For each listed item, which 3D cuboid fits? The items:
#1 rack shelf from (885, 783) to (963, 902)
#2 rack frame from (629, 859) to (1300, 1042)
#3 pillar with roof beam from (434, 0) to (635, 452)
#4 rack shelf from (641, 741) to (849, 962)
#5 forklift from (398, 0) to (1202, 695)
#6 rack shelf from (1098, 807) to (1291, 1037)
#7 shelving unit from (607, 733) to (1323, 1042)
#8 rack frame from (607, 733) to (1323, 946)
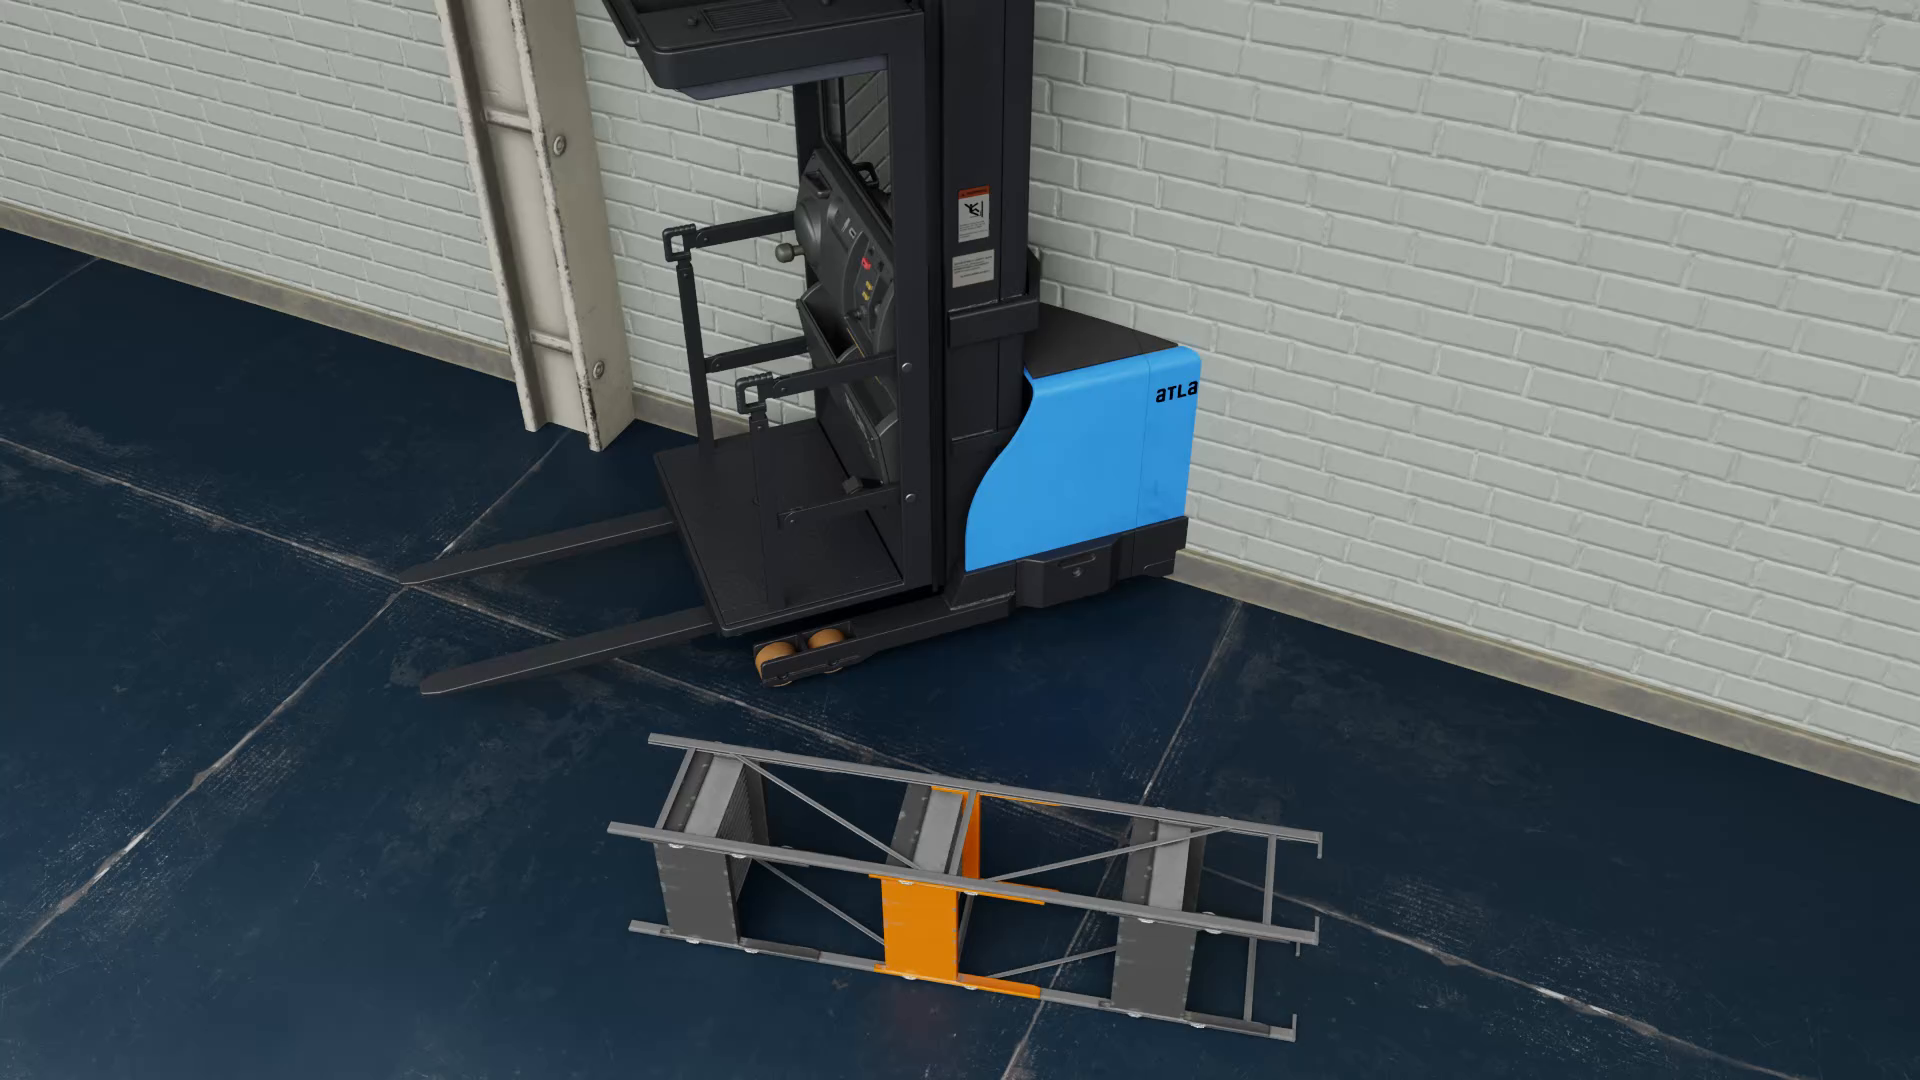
[{"bbox_3d":[-0.107,1.044,5.151,0.174,0.457,0.368,7,41,8],"label":"rack shelf"},{"bbox_3d":[0.014,1.244,5.293,2.100,0.015,0.400,7,41,8],"label":"rack frame"},{"bbox_3d":[-3.491,-1.371,1.461,0.400,9.000,9.100,17,44,19],"label":"pillar with roof beam"},{"bbox_3d":[-0.660,0.974,5.232,0.518,0.480,0.431,7,41,8],"label":"rack shelf"},{"bbox_3d":[-0.583,-0.961,5.621,3.031,2.935,1.130,-14,43,-16],"label":"forklift"},{"bbox_3d":[0.715,1.149,5.030,0.518,0.480,0.431,7,41,8],"label":"rack shelf"},{"bbox_3d":[0.014,1.060,5.133,2.100,0.503,0.431,7,41,8],"label":"shelving unit"},{"bbox_3d":[0.014,0.875,4.973,2.100,0.015,0.400,7,41,8],"label":"rack frame"}]
